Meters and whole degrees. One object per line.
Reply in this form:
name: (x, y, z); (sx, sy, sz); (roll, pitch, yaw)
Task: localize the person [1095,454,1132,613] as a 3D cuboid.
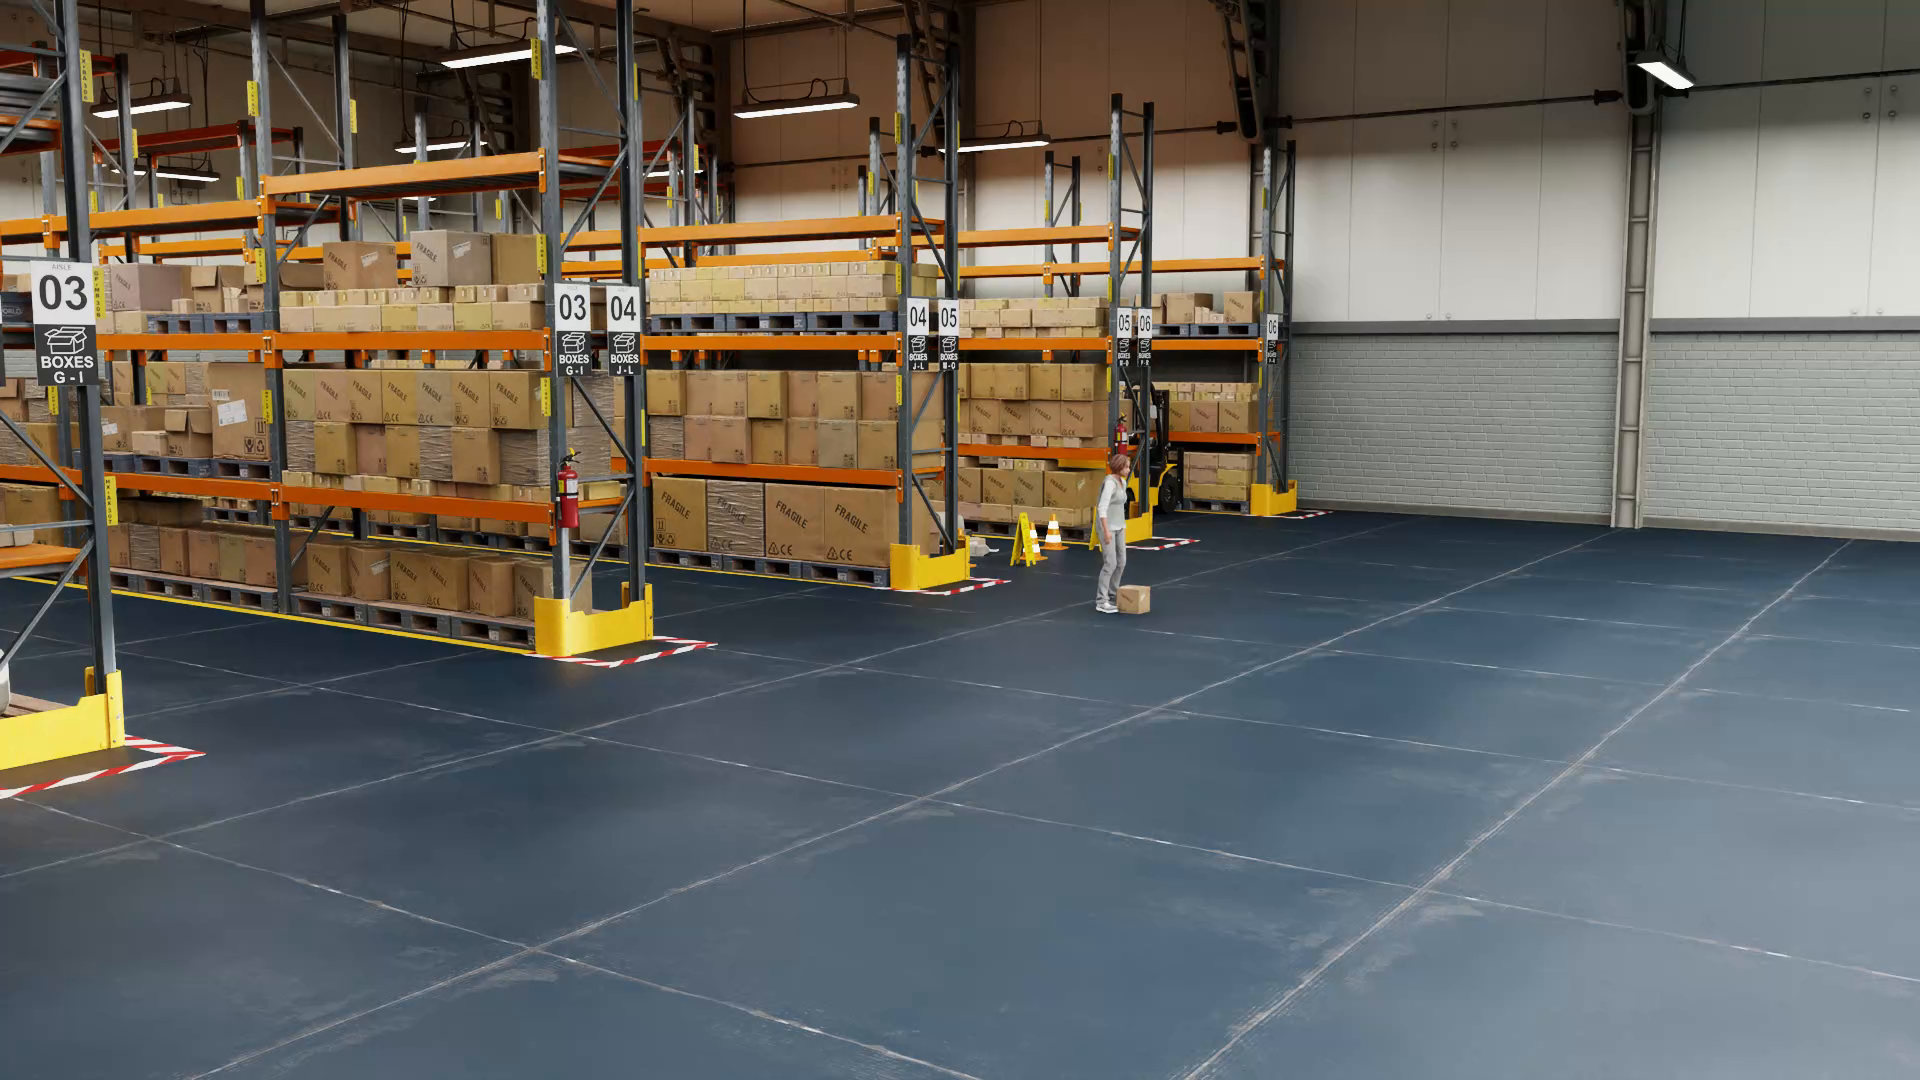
person: (1.552, -0.077, 16.882); (0.345, 1.591, 0.478); (4, 8, 30)
